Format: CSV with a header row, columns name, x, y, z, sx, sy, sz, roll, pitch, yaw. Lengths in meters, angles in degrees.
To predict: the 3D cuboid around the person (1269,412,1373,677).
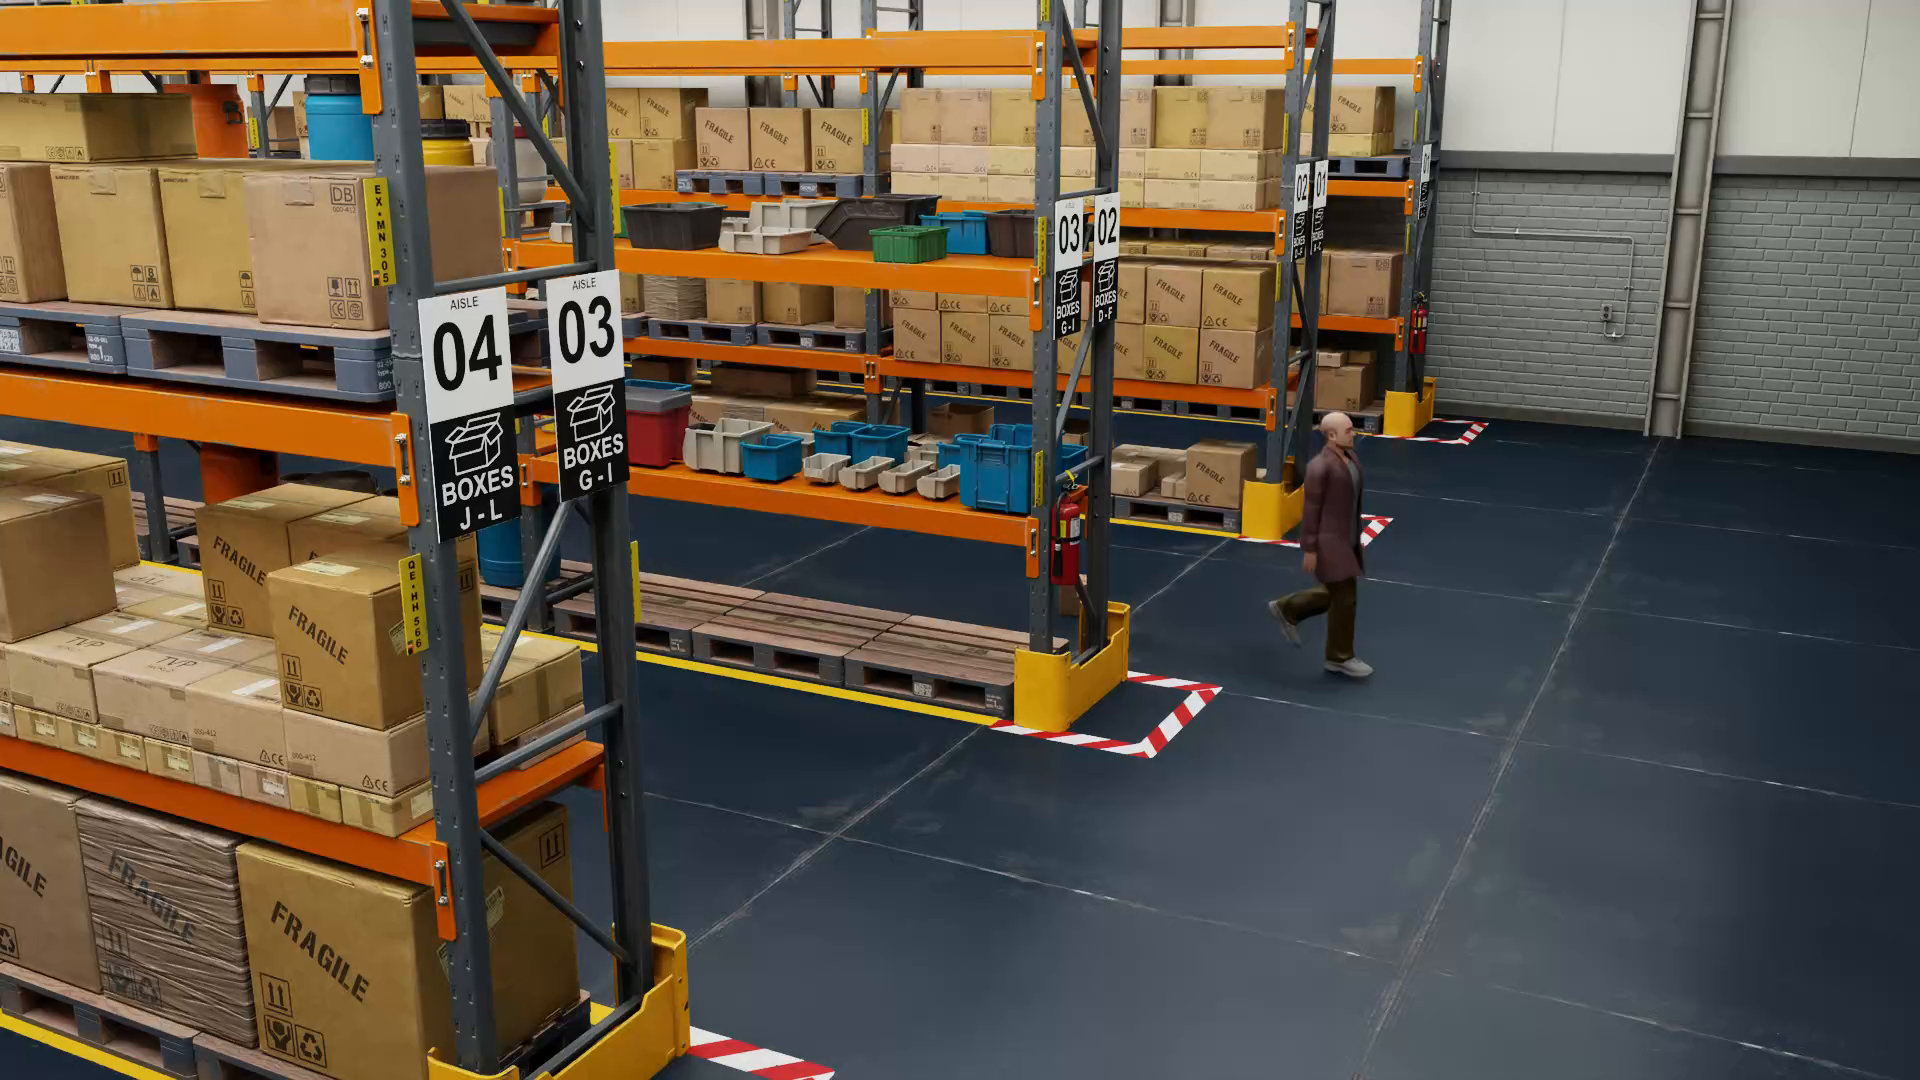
name,x,y,z,sx,sy,sz,roll,pitch,yaw
person,2.445,0.020,11.123,0.860,1.711,0.602,12,19,37
